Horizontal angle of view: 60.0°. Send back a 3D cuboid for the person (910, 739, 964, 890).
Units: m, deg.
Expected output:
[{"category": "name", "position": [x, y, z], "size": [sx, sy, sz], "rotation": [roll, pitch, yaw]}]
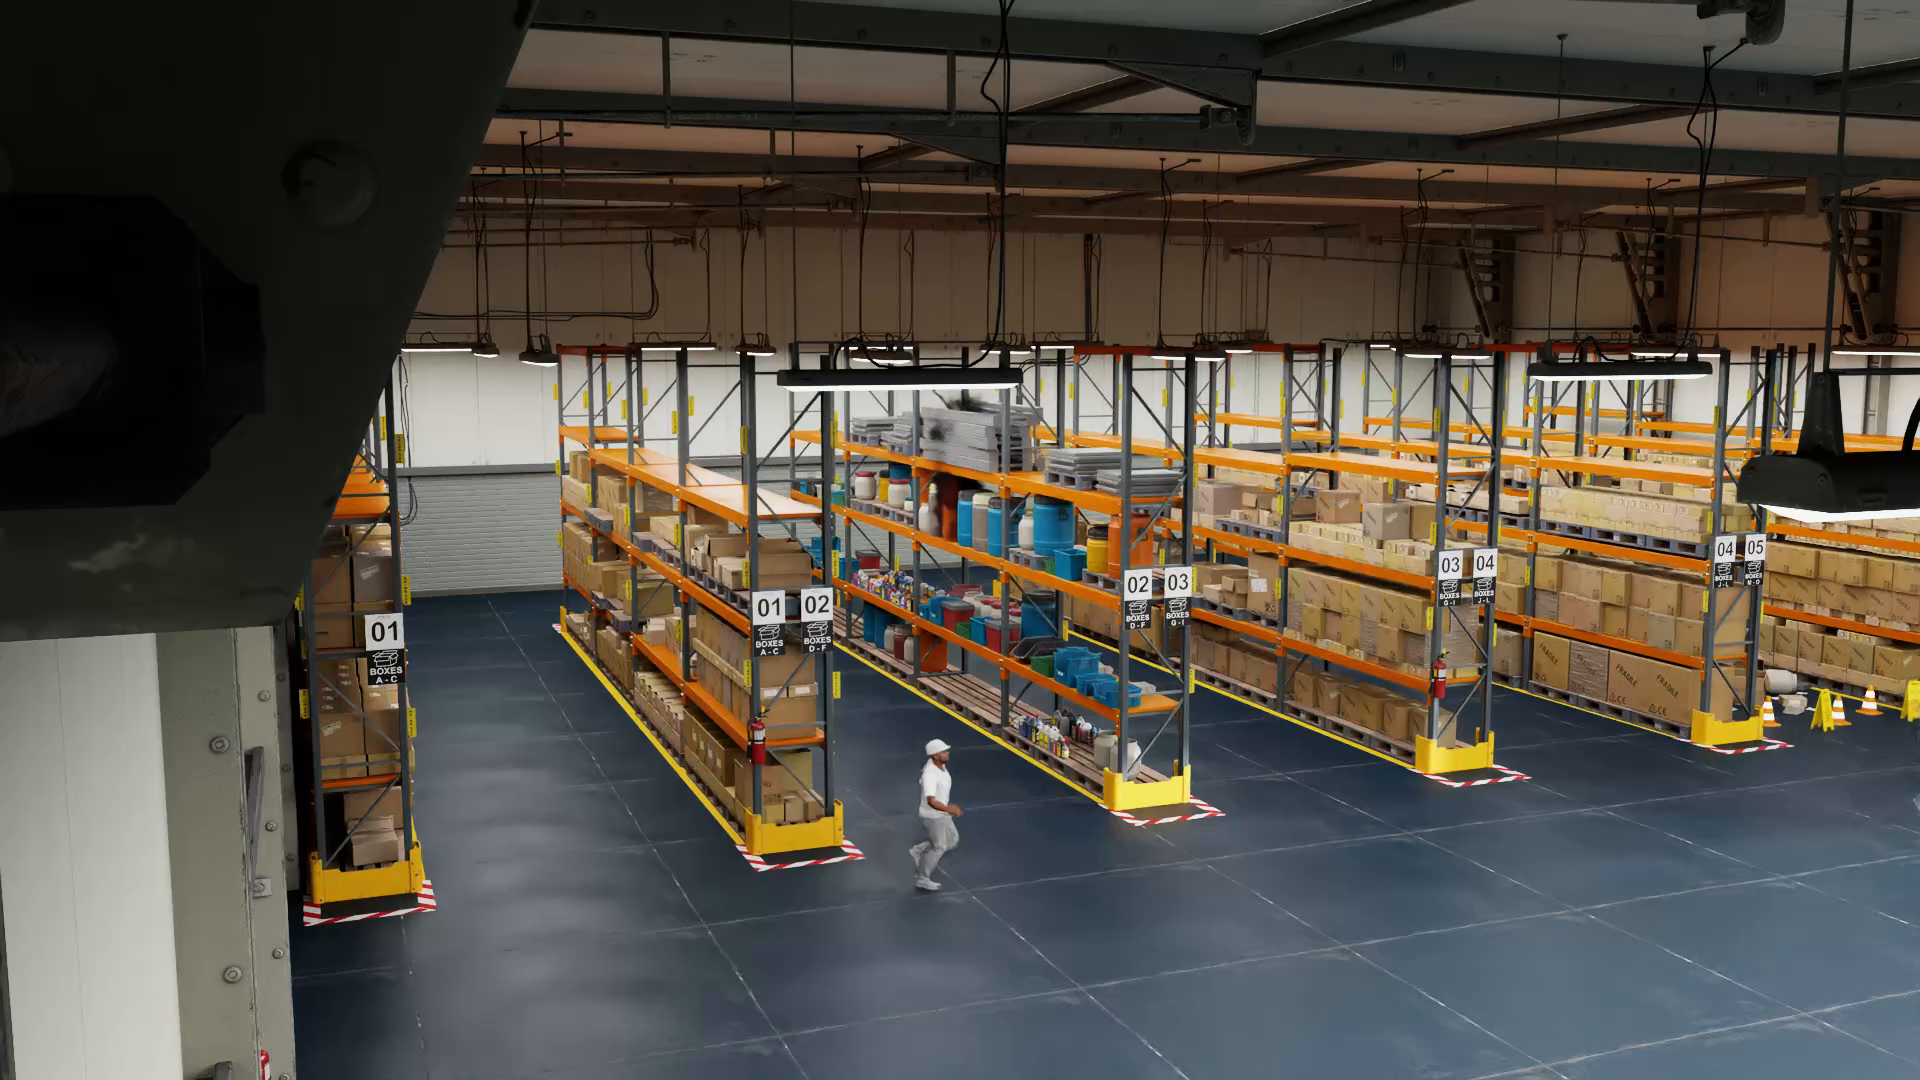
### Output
[{"category": "person", "position": [-0.262, 3.097, 18.868], "size": [0.644, 1.725, 0.726], "rotation": [1, 7, 7]}]
